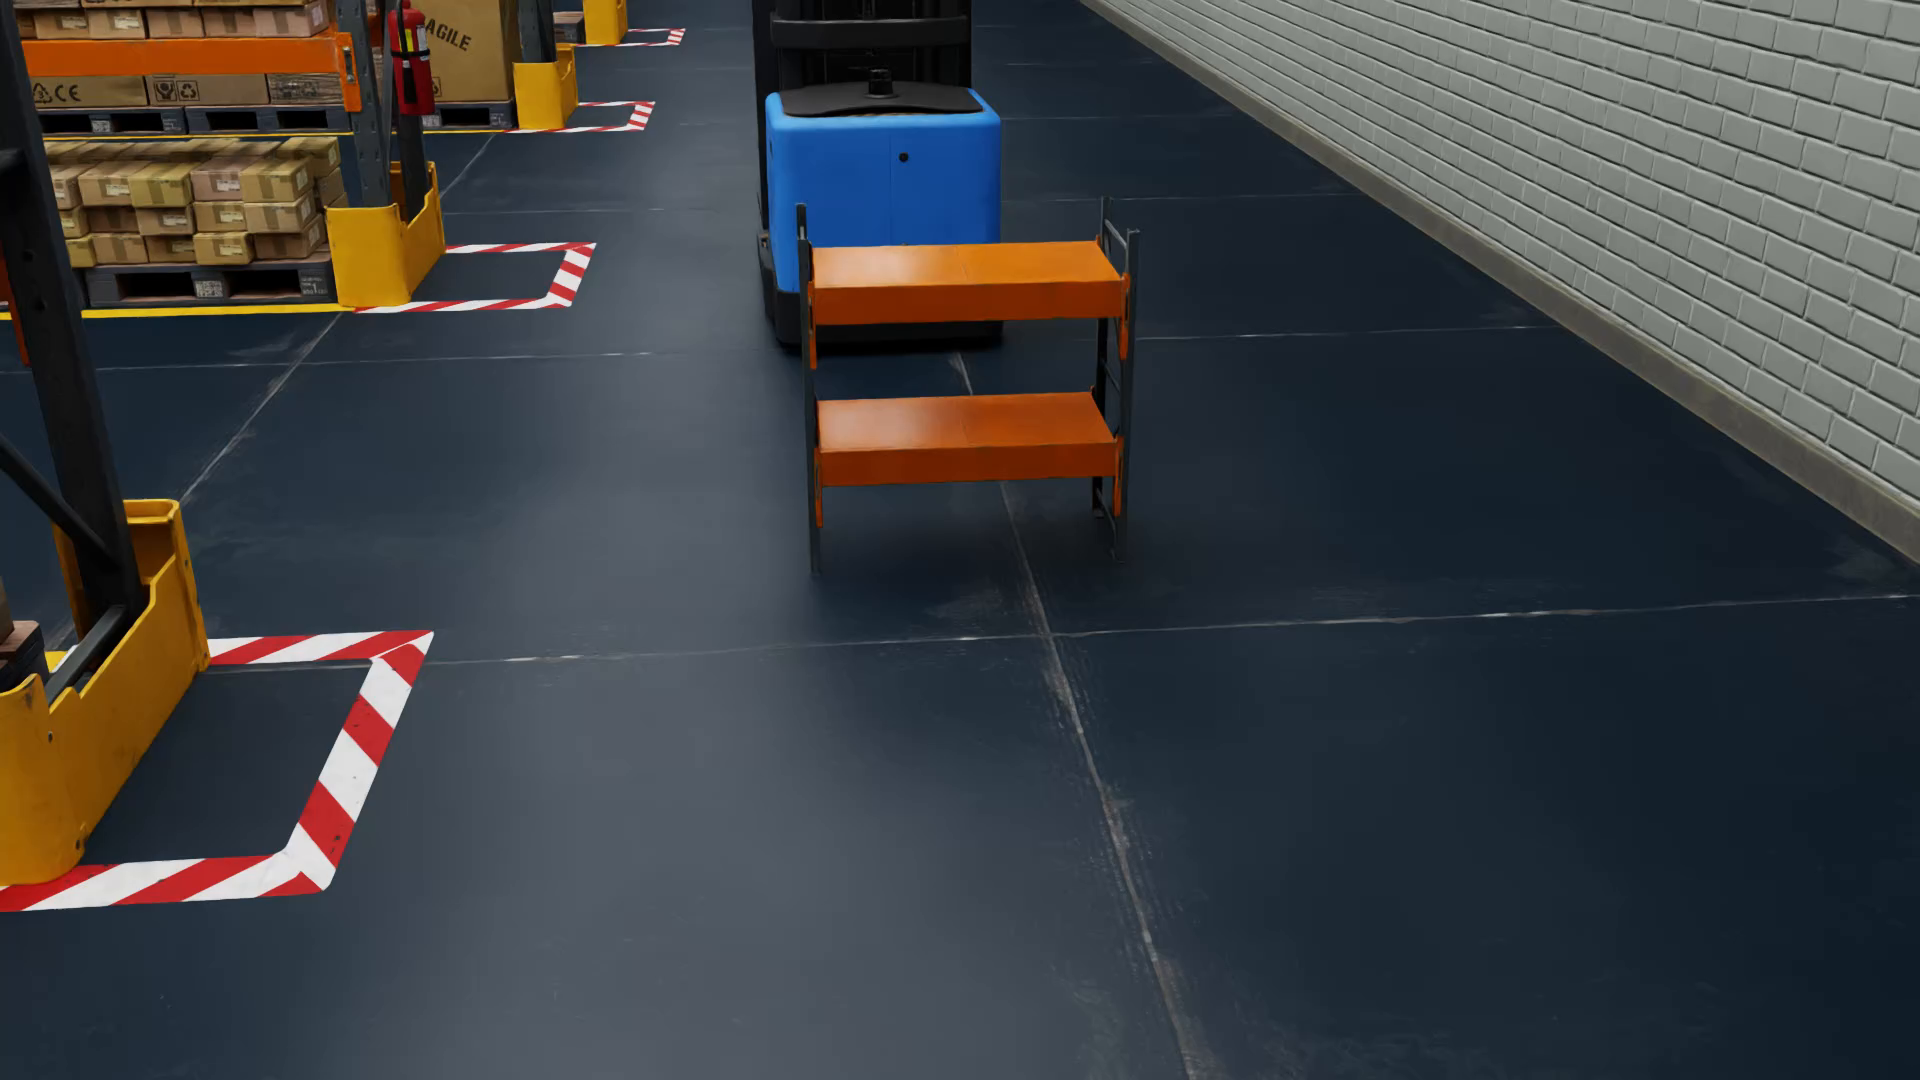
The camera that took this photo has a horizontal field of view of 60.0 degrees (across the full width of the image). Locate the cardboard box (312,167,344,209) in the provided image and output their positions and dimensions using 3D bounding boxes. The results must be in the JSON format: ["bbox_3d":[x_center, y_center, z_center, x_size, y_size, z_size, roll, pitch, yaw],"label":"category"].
[{"bbox_3d":[-3.502,-1.895,8.946,0.250,0.149,0.380,-1,24,-3],"label":"cardboard box"}]

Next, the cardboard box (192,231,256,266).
[{"bbox_3d":[-3.705,-1.519,8.468,0.250,0.149,0.380,-2,24,-4],"label":"cardboard box"}]

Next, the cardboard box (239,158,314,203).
[{"bbox_3d":[-3.457,-1.824,8.422,0.250,0.149,0.380,-2,24,-5],"label":"cardboard box"}]

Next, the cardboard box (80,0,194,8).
[{"bbox_3d":[-3.890,-2.828,7.930,0.500,0.500,0.500,-3,24,-6],"label":"cardboard box"}]

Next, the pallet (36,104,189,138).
[{"bbox_3d":[-6.558,-3.360,13.051,1.213,0.211,1.003,-2,24,-5],"label":"pallet"}]

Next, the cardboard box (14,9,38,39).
[{"bbox_3d":[-4.542,-2.529,8.056,0.250,0.149,0.380,-3,24,-7],"label":"cardboard box"}]

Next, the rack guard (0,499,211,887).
[{"bbox_3d":[-2.344,0.351,4.344,0.348,0.500,1.175,-2,24,-5],"label":"rack guard"}]

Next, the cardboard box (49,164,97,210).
[{"bbox_3d":[-4.484,-1.758,8.272,0.250,0.149,0.380,-1,24,-3],"label":"cardboard box"}]

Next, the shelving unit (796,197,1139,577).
[{"bbox_3d":[0.007,-0.514,5.522,1.048,1.125,0.538,-2,24,-5],"label":"shelving unit"}]

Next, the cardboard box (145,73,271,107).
[{"bbox_3d":[-5.762,-3.887,12.901,0.875,0.875,0.875,-2,24,-5],"label":"cardboard box"}]

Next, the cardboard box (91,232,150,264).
[{"bbox_3d":[-4.220,-1.529,8.489,0.250,0.149,0.380,-2,24,-5],"label":"cardboard box"}]

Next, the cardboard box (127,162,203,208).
[{"bbox_3d":[-3.958,-1.776,8.313,0.250,0.149,0.380,-3,24,-6],"label":"cardboard box"}]

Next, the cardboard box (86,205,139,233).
[{"bbox_3d":[-4.247,-1.685,8.474,0.250,0.149,0.380,-3,24,-6],"label":"cardboard box"}]

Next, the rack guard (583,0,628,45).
[{"bbox_3d":[-3.806,-5.662,17.872,0.348,0.500,1.175,-2,24,-5],"label":"rack guard"}]

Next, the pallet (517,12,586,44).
[{"bbox_3d":[-4.653,-5.506,17.878,1.213,0.211,1.003,-2,24,-5],"label":"pallet"}]

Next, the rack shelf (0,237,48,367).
[{"bbox_3d":[-4.358,-0.381,3.801,4.000,0.370,1.077,-2,24,-5],"label":"rack shelf"}]

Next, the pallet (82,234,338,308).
[{"bbox_3d":[-3.843,-1.491,8.846,1.213,0.211,1.003,-2,24,-5],"label":"pallet"}]

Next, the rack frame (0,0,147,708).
[{"bbox_3d":[-2.368,-0.790,3.834,0.127,3.000,1.000,-2,24,-5],"label":"rack frame"}]

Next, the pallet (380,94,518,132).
[{"bbox_3d":[-4.130,-3.458,13.270,1.213,0.211,1.003,-2,24,-5],"label":"pallet"}]

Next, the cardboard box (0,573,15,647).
[{"bbox_3d":[-3.015,0.256,4.119,0.875,0.438,0.875,-3,24,-7],"label":"cardboard box"}]

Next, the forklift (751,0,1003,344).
[{"bbox_3d":[-0.522,-2.799,8.438,1.130,2.935,3.031,-3,24,-8],"label":"forklift"}]

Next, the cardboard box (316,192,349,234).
[{"bbox_3d":[-3.508,-1.784,9.065,0.250,0.149,0.380,-2,24,-4],"label":"cardboard box"}]

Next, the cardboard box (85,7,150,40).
[{"bbox_3d":[-4.003,-2.514,8.023,0.250,0.149,0.380,-2,24,-4],"label":"cardboard box"}]

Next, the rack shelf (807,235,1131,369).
[{"bbox_3d":[0.007,-0.782,5.403,1.000,0.278,0.538,-2,24,-5],"label":"rack shelf"}]

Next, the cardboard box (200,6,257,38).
[{"bbox_3d":[-3.503,-2.550,8.103,0.250,0.149,0.380,-2,24,-5],"label":"cardboard box"}]

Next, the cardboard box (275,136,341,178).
[{"bbox_3d":[-3.510,-2.064,8.962,0.250,0.149,0.380,-3,24,-8],"label":"cardboard box"}]

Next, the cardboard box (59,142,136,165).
[{"bbox_3d":[-4.551,-1.996,8.807,0.250,0.149,0.380,-1,24,-3],"label":"cardboard box"}]

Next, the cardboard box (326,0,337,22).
[{"bbox_3d":[-3.310,-2.792,8.647,0.250,0.149,0.380,-2,24,-6],"label":"cardboard box"}]

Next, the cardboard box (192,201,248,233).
[{"bbox_3d":[-3.718,-1.687,8.479,0.250,0.149,0.380,-3,24,-6],"label":"cardboard box"}]

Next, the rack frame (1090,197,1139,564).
[{"bbox_3d":[0.513,-0.535,5.568,0.032,1.125,0.500,-2,24,-5],"label":"rack frame"}]

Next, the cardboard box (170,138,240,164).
[{"bbox_3d":[-4.036,-2.046,8.921,0.250,0.149,0.380,-2,24,-5],"label":"cardboard box"}]

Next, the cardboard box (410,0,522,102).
[{"bbox_3d":[-3.971,-3.959,13.062,0.875,0.875,0.875,-2,24,-5],"label":"cardboard box"}]
